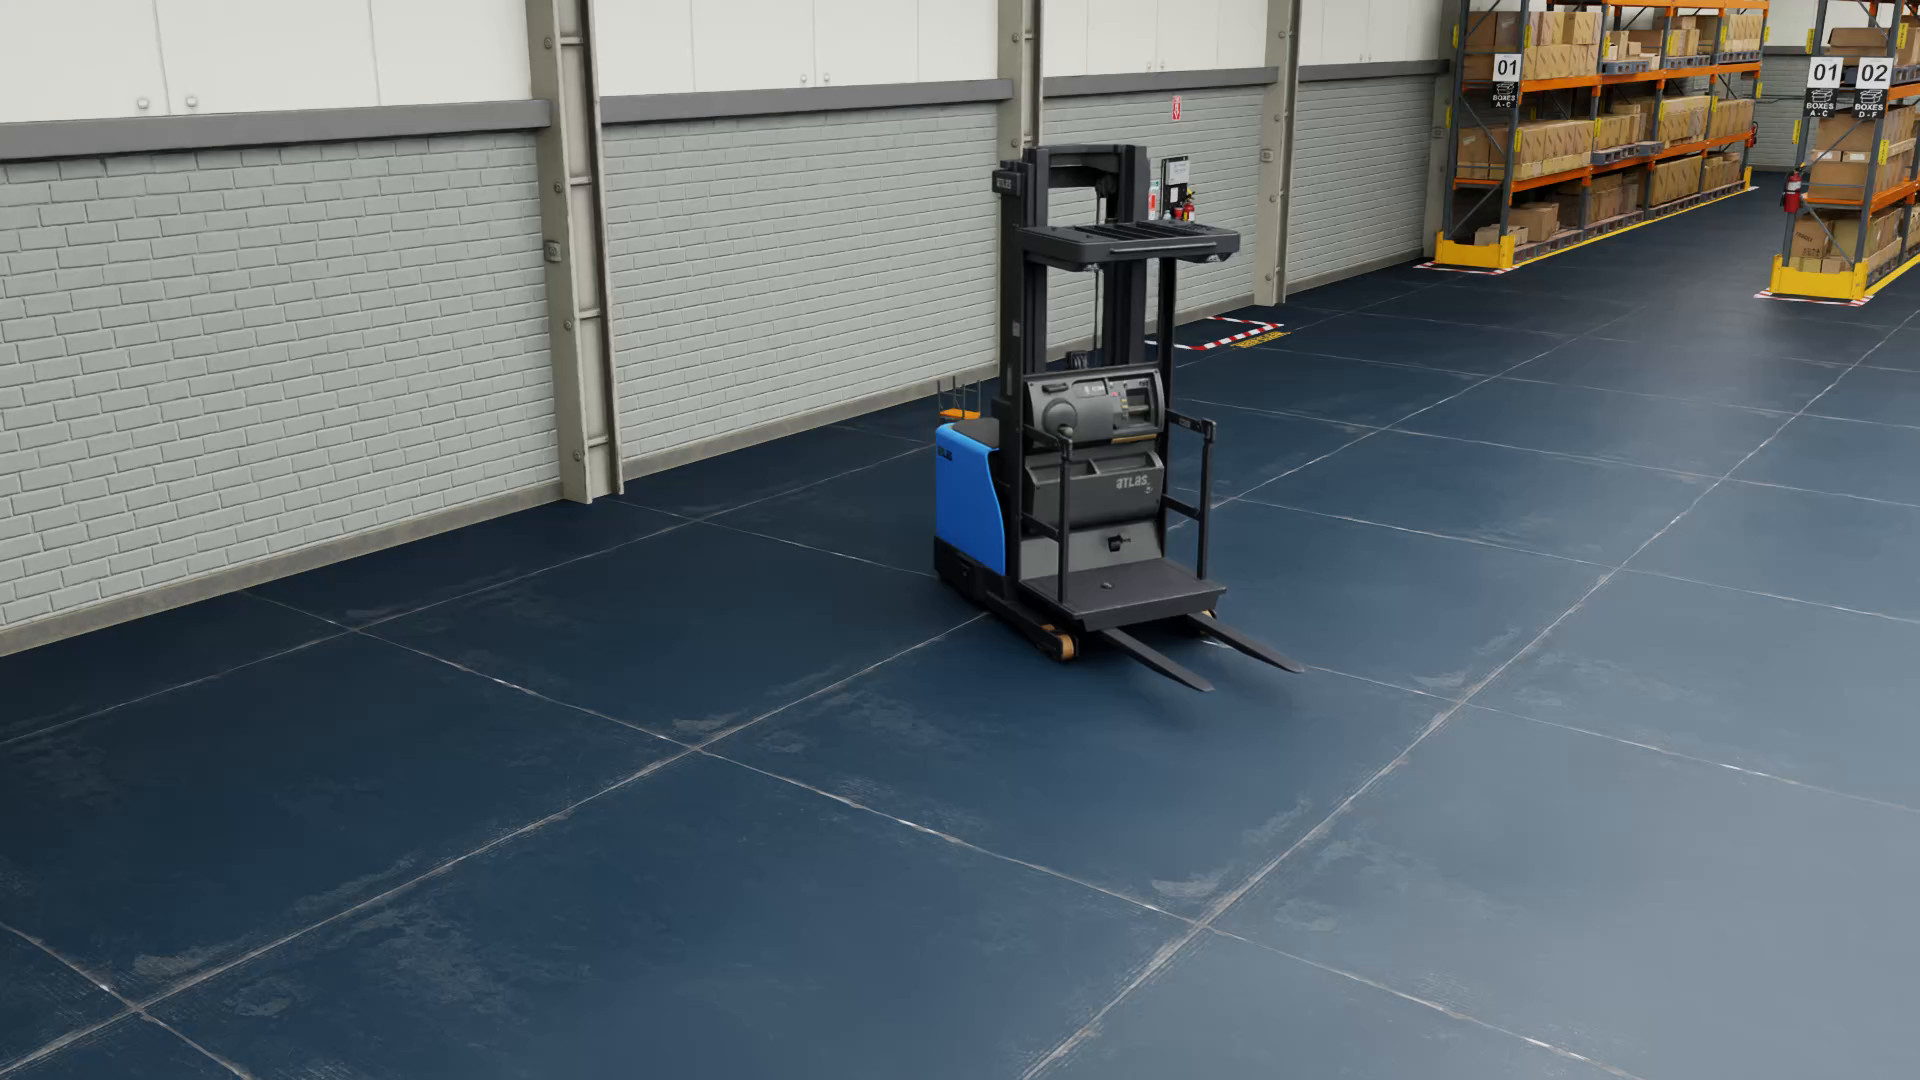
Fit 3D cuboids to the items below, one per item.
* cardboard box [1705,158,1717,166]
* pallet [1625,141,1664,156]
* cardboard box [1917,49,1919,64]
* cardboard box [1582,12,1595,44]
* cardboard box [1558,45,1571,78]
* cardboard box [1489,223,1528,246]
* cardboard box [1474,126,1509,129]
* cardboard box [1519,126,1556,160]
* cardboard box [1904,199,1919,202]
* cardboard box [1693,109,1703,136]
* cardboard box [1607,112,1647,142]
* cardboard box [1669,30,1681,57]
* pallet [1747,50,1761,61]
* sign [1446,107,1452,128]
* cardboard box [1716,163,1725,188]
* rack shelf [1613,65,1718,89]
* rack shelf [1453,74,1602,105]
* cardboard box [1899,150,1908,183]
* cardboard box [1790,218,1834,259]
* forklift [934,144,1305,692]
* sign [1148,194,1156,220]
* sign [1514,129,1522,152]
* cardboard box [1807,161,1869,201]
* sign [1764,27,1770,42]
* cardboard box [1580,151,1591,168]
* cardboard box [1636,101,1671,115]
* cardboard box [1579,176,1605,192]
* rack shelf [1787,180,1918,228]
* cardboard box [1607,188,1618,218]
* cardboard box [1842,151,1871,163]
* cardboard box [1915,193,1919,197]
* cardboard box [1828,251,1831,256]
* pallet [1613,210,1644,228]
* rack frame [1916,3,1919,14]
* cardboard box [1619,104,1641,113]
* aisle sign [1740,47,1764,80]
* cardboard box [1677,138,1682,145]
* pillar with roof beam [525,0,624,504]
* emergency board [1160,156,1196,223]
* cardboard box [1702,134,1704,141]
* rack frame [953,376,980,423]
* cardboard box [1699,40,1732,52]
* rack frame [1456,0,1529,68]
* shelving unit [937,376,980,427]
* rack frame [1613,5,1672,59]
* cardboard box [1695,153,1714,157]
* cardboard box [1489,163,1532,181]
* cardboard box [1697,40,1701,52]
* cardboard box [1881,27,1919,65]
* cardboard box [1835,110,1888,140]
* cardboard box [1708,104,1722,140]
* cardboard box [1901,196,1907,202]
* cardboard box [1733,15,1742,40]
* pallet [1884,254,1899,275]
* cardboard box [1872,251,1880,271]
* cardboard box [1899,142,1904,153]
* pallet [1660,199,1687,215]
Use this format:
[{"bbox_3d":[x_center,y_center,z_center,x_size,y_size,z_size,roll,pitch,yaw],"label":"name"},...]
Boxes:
[{"bbox_3d":[16.074,-8.143,35.820,0.380,0.149,0.250,13,22,37],"label":"cardboard box"},{"bbox_3d":[12.473,-7.384,31.287,1.213,0.211,1.003,12,21,35],"label":"pallet"},{"bbox_3d":[14.785,-7.543,25.964,0.500,0.250,0.500,15,23,40],"label":"cardboard box"},{"bbox_3d":[10.029,-8.378,27.219,0.500,0.500,0.500,14,22,38],"label":"cardboard box"},{"bbox_3d":[9.403,-7.661,26.596,0.500,0.500,0.500,14,22,38],"label":"cardboard box"},{"bbox_3d":[8.870,-4.969,26.980,0.500,0.311,0.500,15,22,39],"label":"cardboard box"},{"bbox_3d":[8.464,-6.323,26.501,0.500,0.500,0.500,13,21,35],"label":"cardboard box"},{"bbox_3d":[9.187,-6.353,26.599,0.500,0.500,0.500,12,21,33],"label":"cardboard box"},{"bbox_3d":[16.374,-5.652,28.368,0.500,0.311,0.500,12,21,34],"label":"cardboard box"},{"bbox_3d":[14.827,-8.538,33.977,0.500,0.500,0.500,13,21,35],"label":"cardboard box"},{"bbox_3d":[12.541,-7.808,31.419,0.700,0.500,0.500,10,20,28],"label":"cardboard box"},{"bbox_3d":[13.669,-9.745,32.598,0.700,0.500,0.500,14,22,37],"label":"cardboard box"},{"bbox_3d":[17.146,-10.781,36.995,1.003,0.211,1.213,12,21,35],"label":"pallet"},{"bbox_3d":[7.612,-6.565,25.842,0.100,0.325,0.005,12,21,35],"label":"sign"},{"bbox_3d":[16.333,-8.024,36.533,0.700,0.500,0.500,13,21,36],"label":"cardboard box"},{"bbox_3d":[14.004,-9.229,33.061,1.077,0.370,4.000,12,21,35],"label":"rack shelf"},{"bbox_3d":[9.238,-7.324,26.925,1.077,0.370,4.000,12,21,35],"label":"rack shelf"},{"bbox_3d":[14.150,-5.778,25.623,0.700,0.500,0.500,12,21,33],"label":"cardboard box"},{"bbox_3d":[12.107,-4.310,23.729,0.500,0.500,0.500,12,21,35],"label":"cardboard box"},{"bbox_3d":[0.930,-0.823,9.952,1.130,2.935,3.031,-8,19,-25],"label":"forklift"},{"bbox_3d":[2.278,-3.971,19.913,0.001,0.329,0.234,12,21,35],"label":"sign"},{"bbox_3d":[8.482,-6.076,25.293,0.100,0.325,0.005,12,21,35],"label":"sign"},{"bbox_3d":[12.315,-5.041,23.250,0.700,0.500,0.500,12,21,35],"label":"cardboard box"},{"bbox_3d":[18.007,-11.288,37.117,0.100,0.325,0.005,12,21,35],"label":"sign"},{"bbox_3d":[10.390,-6.483,28.281,0.500,0.250,0.500,12,21,35],"label":"cardboard box"},{"bbox_3d":[13.307,-8.291,31.916,0.500,0.250,0.500,13,22,36],"label":"cardboard box"},{"bbox_3d":[11.421,-6.494,30.307,0.500,0.250,0.500,12,21,33],"label":"cardboard box"},{"bbox_3d":[13.218,-5.017,24.554,1.077,0.370,4.000,12,21,35],"label":"rack shelf"},{"bbox_3d":[11.752,-6.274,30.863,0.700,0.500,0.500,12,21,34],"label":"cardboard box"},{"bbox_3d":[12.433,-5.297,22.981,0.380,0.149,0.250,12,21,34],"label":"cardboard box"},{"bbox_3d":[17.162,-6.070,30.206,0.500,0.500,0.500,13,22,37],"label":"cardboard box"},{"bbox_3d":[12.397,-4.073,24.229,0.500,0.250,0.500,12,21,35],"label":"cardboard box"},{"bbox_3d":[12.346,-6.146,31.681,1.003,0.211,1.213,12,21,35],"label":"pallet"},{"bbox_3d":[16.793,-9.655,28.160,1.000,3.000,0.127,12,21,35],"label":"rack frame"},{"bbox_3d":[12.631,-8.144,31.408,0.380,0.149,0.250,9,20,28],"label":"cardboard box"},{"bbox_3d":[17.863,-10.775,37.500,0.394,0.787,0.004,12,21,35],"label":"aisle sign"},{"bbox_3d":[14.262,-8.020,33.401,0.380,0.149,0.250,13,22,36],"label":"cardboard box"},{"bbox_3d":[0.501,-3.895,9.614,9.100,9.000,0.400,12,21,35],"label":"pillar with roof beam"},{"bbox_3d":[2.690,-4.067,20.283,0.194,1.169,0.643,12,21,35],"label":"emergency board"},{"bbox_3d":[15.222,-8.376,34.547,0.380,0.149,0.250,13,21,35],"label":"cardboard box"},{"bbox_3d":[0.046,-0.591,12.125,0.240,1.200,0.006,12,21,35],"label":"rack frame"},{"bbox_3d":[15.819,-10.344,34.814,0.500,0.250,0.500,12,21,35],"label":"cardboard box"},{"bbox_3d":[8.046,-8.624,24.840,1.000,3.000,0.127,12,21,35],"label":"rack frame"},{"bbox_3d":[-0.009,-0.570,12.055,0.258,1.200,0.189,12,21,35],"label":"shelving unit"},{"bbox_3d":[12.813,-10.529,30.976,1.000,3.000,0.127,12,21,35],"label":"rack frame"},{"bbox_3d":[16.555,-8.526,37.053,0.380,0.149,0.250,13,21,35],"label":"cardboard box"},{"bbox_3d":[8.592,-5.757,25.943,0.500,0.250,0.500,12,21,33],"label":"cardboard box"},{"bbox_3d":[15.415,-10.430,35.092,0.500,0.250,0.500,13,21,35],"label":"cardboard box"},{"bbox_3d":[13.235,-6.979,23.489,0.500,0.500,0.500,12,21,35],"label":"cardboard box"},{"bbox_3d":[12.655,-5.799,23.504,0.700,0.500,0.500,12,21,33],"label":"cardboard box"},{"bbox_3d":[15.532,-8.886,35.296,0.980,0.700,0.700,13,21,36],"label":"cardboard box"},{"bbox_3d":[16.245,-5.872,29.077,0.500,0.311,0.500,13,22,37],"label":"cardboard box"},{"bbox_3d":[16.147,-10.828,35.107,0.500,0.500,0.500,12,21,34],"label":"cardboard box"},{"bbox_3d":[13.902,-4.323,25.809,1.003,0.211,1.213,12,21,35],"label":"pallet"},{"bbox_3d":[13.118,-4.099,24.313,0.500,0.250,0.500,12,21,35],"label":"cardboard box"},{"bbox_3d":[13.812,-5.850,24.761,0.380,0.149,0.250,12,21,34],"label":"cardboard box"},{"bbox_3d":[14.070,-6.796,33.773,1.003,0.211,1.213,12,21,35],"label":"pallet"}]
